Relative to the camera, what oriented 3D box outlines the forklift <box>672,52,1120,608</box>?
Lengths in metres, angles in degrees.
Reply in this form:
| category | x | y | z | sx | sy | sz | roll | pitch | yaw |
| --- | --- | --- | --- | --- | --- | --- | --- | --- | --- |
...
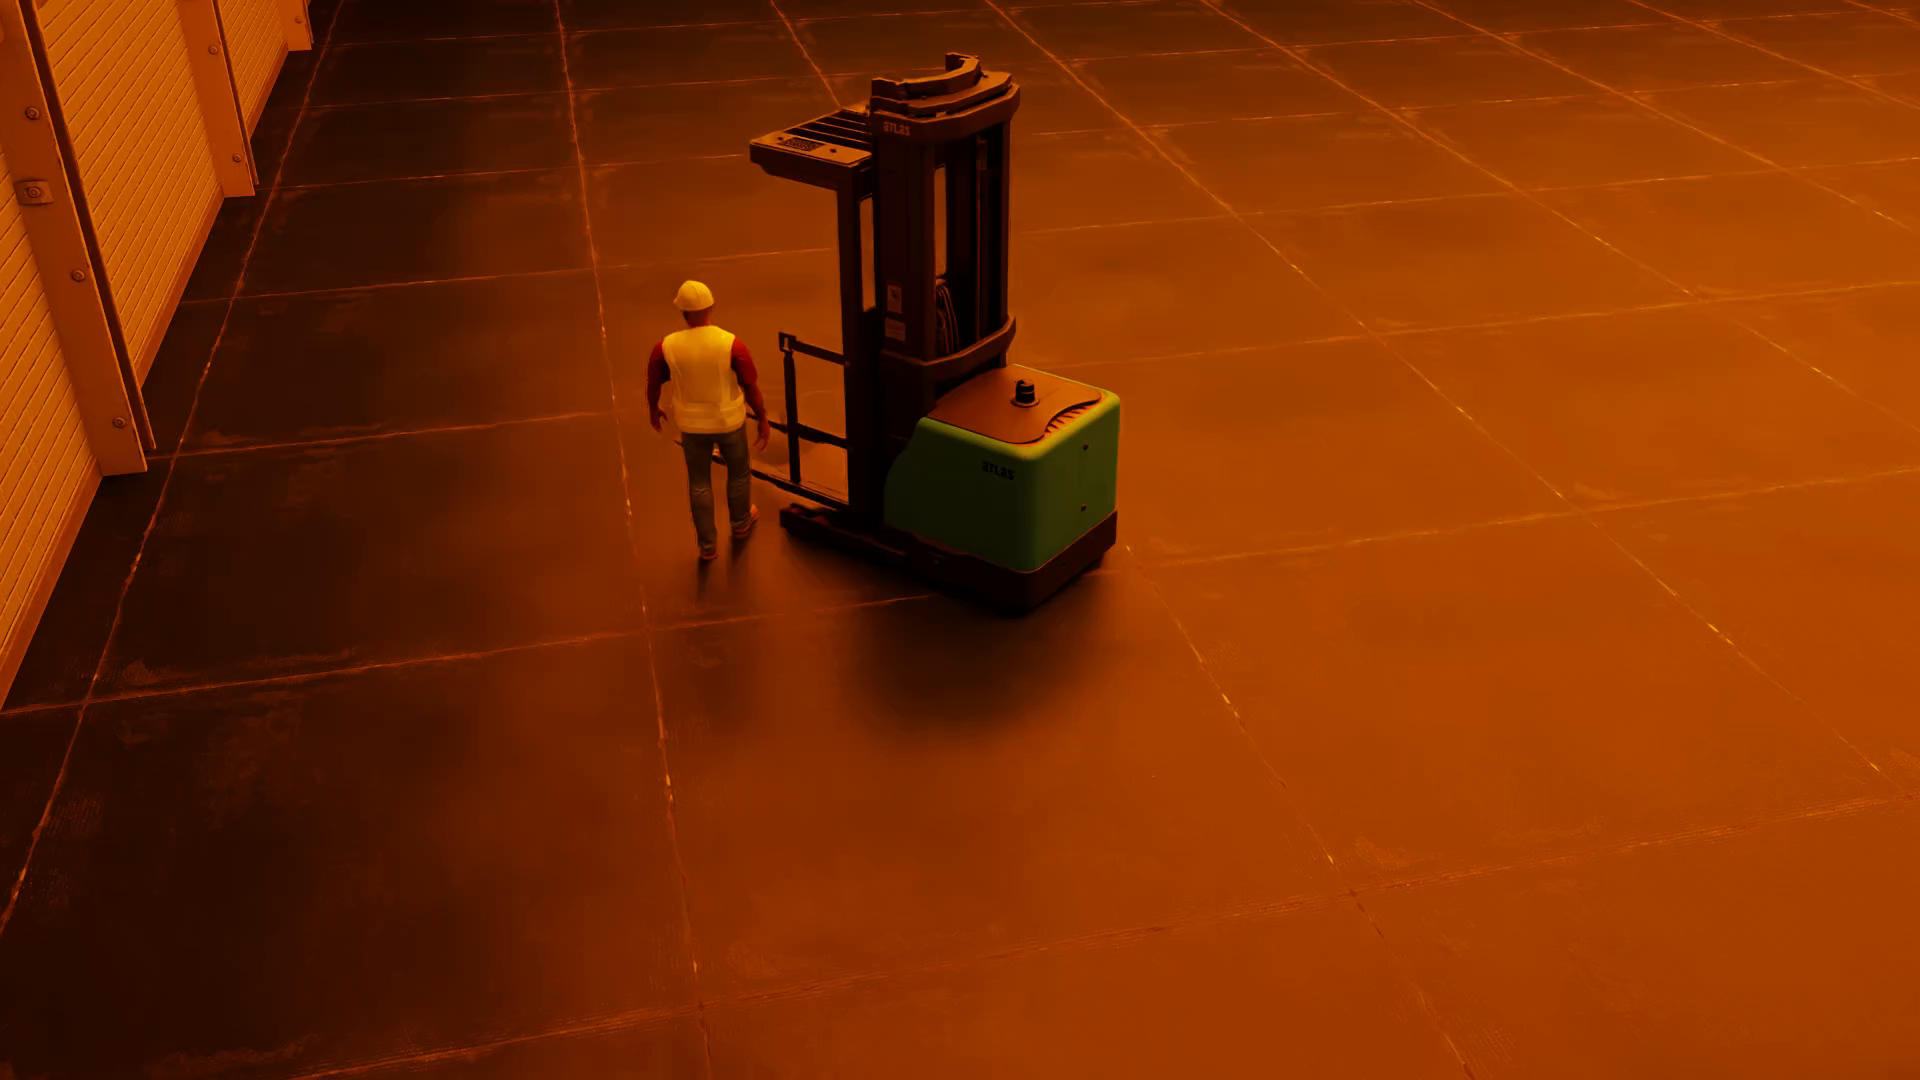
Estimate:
| category | x | y | z | sx | sy | sz | roll | pitch | yaw |
| --- | --- | --- | --- | --- | --- | --- | --- | --- | --- |
| forklift | -0.525 | -1.448 | 10.075 | 3.031 | 2.935 | 1.130 | 20 | 36 | 31 |

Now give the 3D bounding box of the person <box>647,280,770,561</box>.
| category | x | y | z | sx | sy | sz | roll | pitch | yaw |
| --- | --- | --- | --- | --- | --- | --- | --- | --- | --- |
| person | -1.512 | -0.778 | 10.101 | 0.744 | 1.753 | 0.649 | 0 | 30 | 0 |
